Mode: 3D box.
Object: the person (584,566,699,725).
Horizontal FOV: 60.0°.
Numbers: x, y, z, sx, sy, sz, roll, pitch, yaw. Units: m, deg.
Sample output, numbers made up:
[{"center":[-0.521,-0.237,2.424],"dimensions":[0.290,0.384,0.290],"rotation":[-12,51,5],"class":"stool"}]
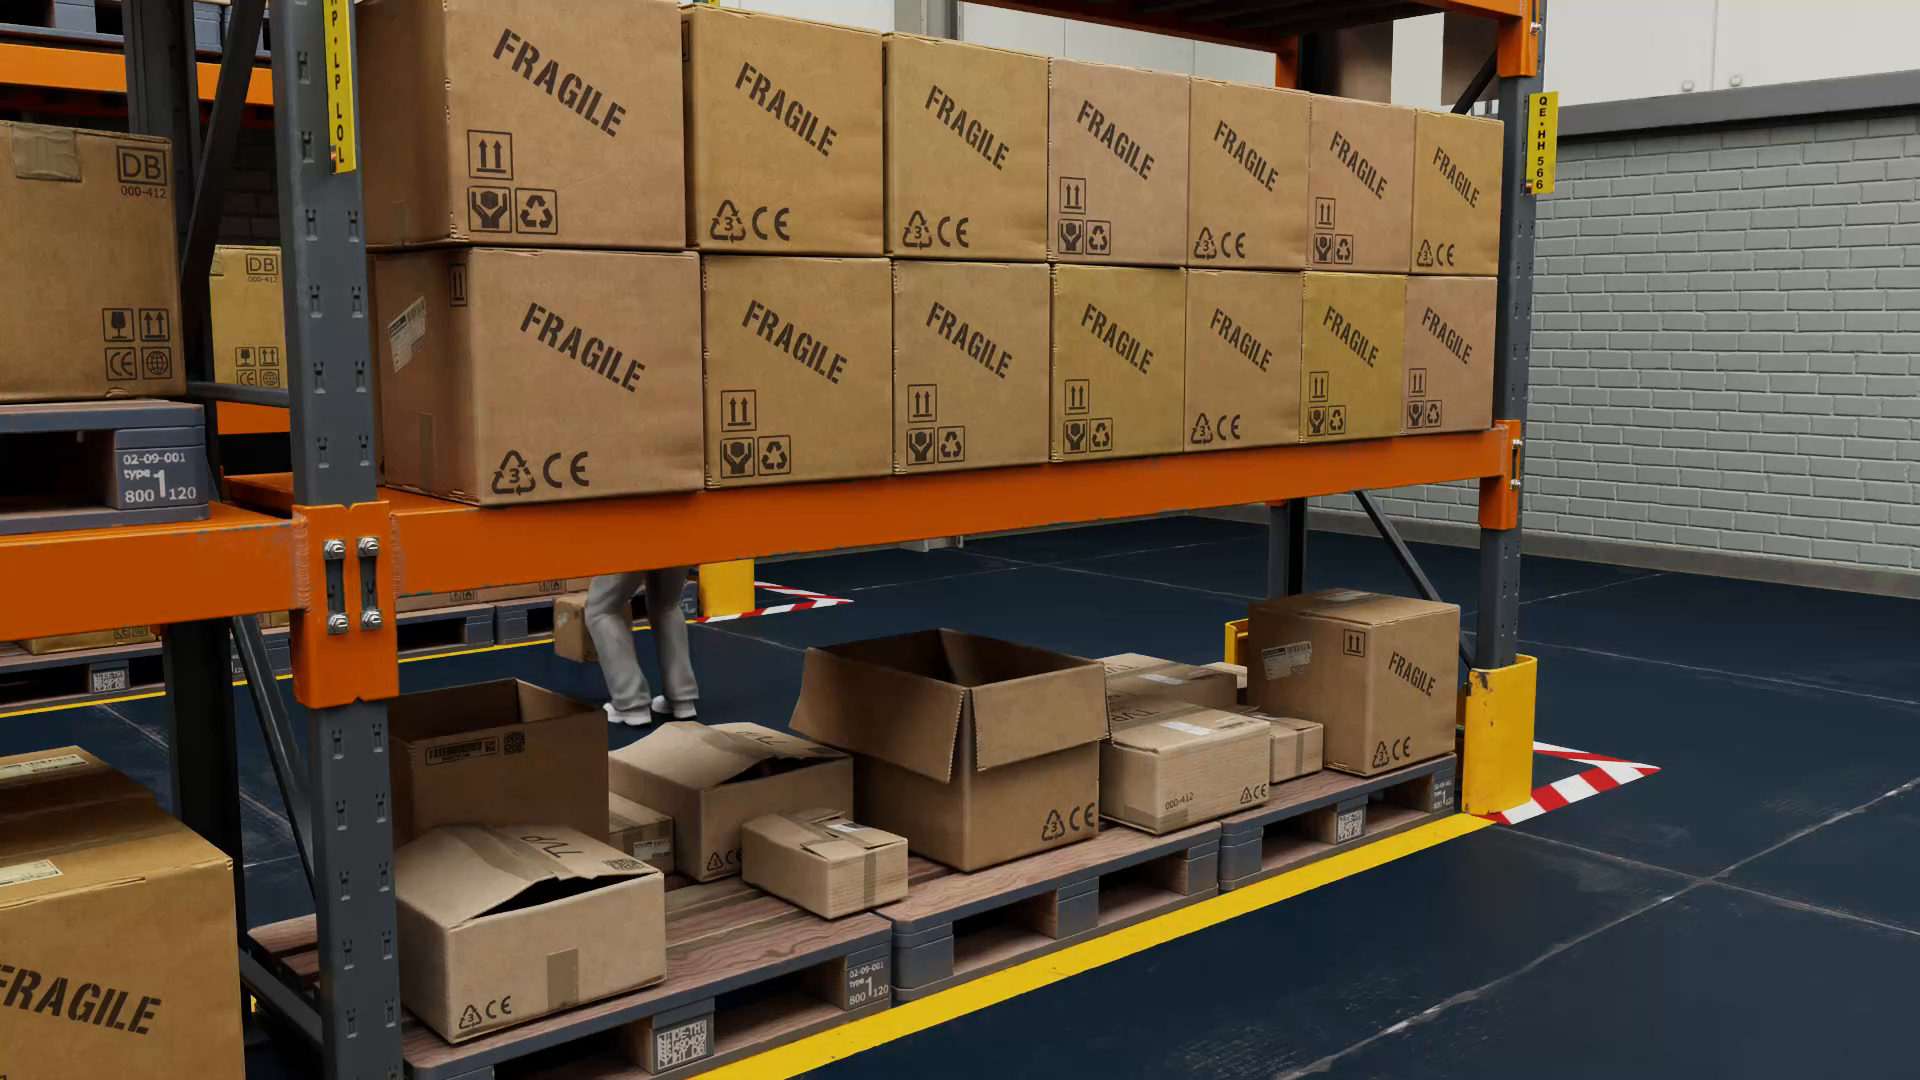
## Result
[{"center":[-1.337,-0.024,6.901],"dimensions":[0.475,1.573,0.467],"rotation":[-6,10,-40],"class":"person"}]
